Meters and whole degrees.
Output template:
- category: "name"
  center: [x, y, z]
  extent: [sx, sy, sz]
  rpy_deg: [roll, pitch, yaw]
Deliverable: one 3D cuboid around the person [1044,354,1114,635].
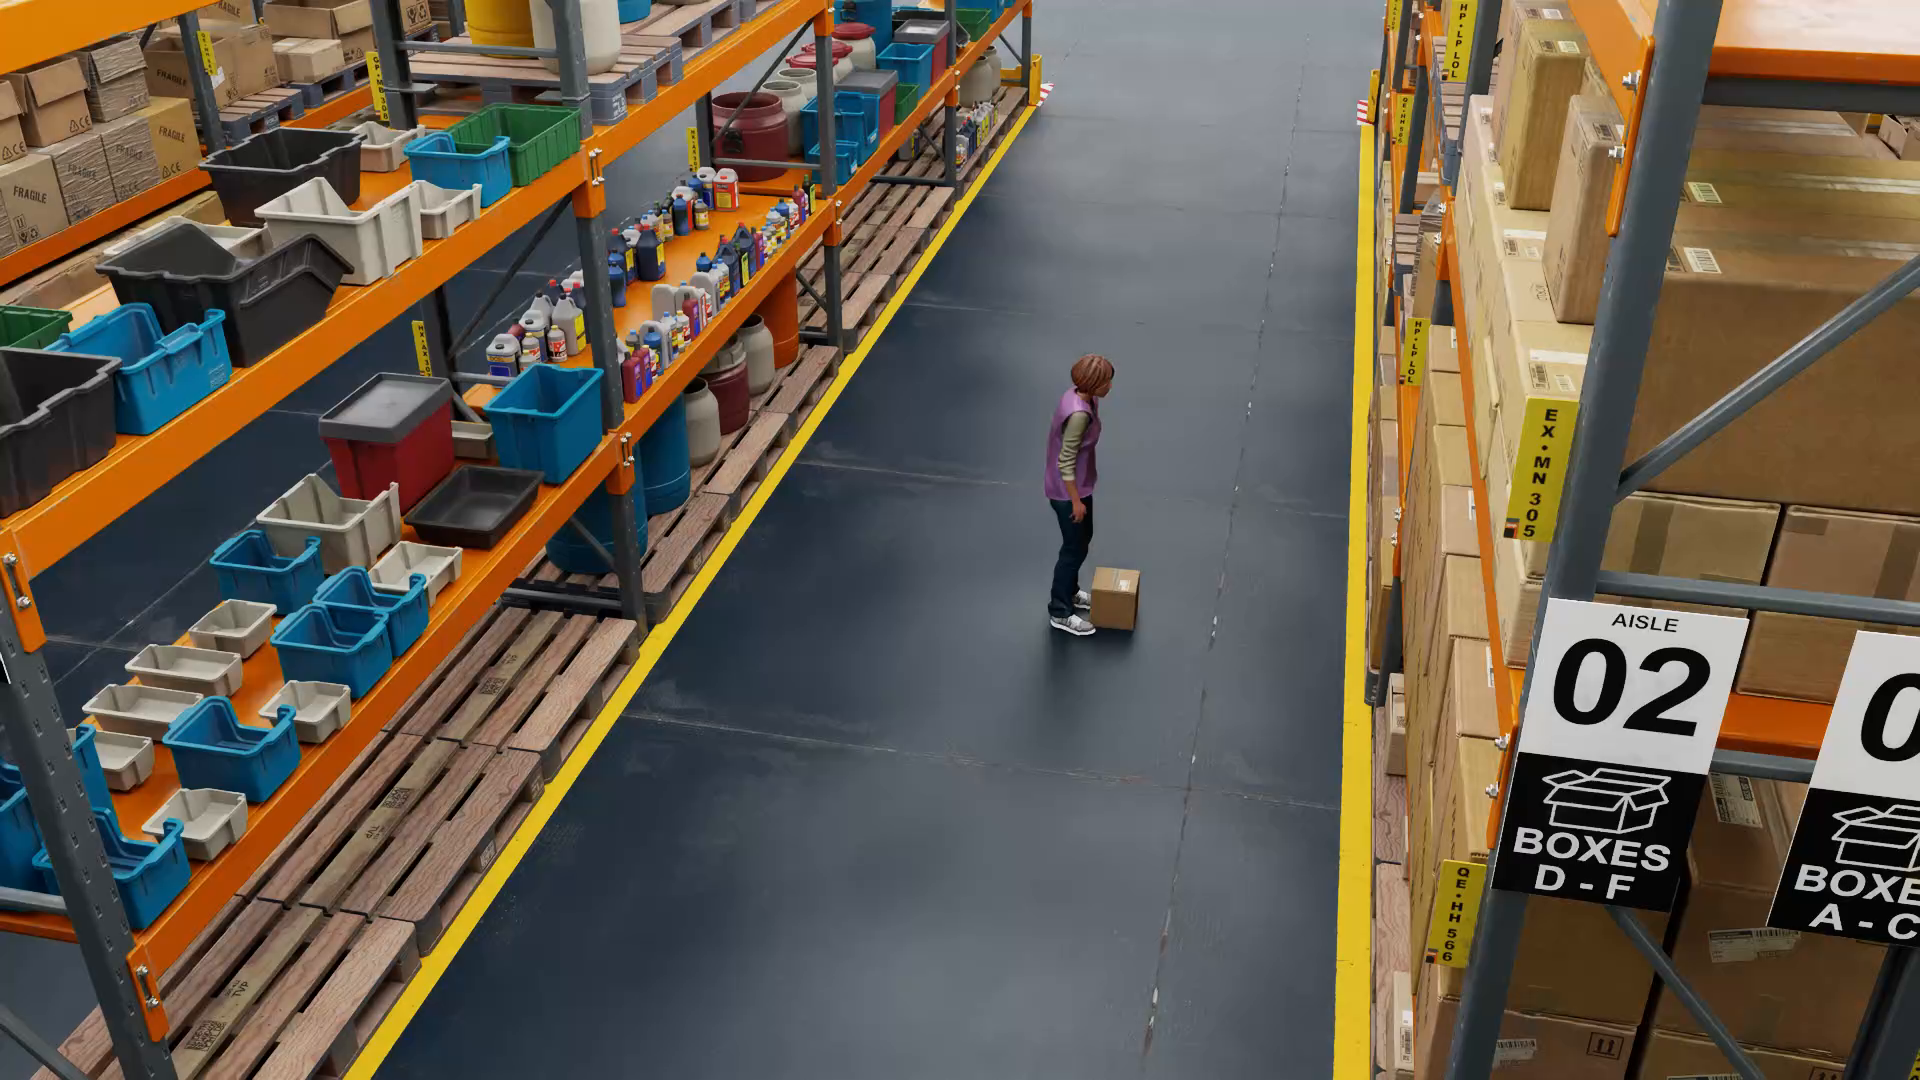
- category: "person"
  center: [0.638, -0.274, 9.106]
  extent: [0.344, 1.593, 0.462]
  rpy_deg: [6, 30, 11]
